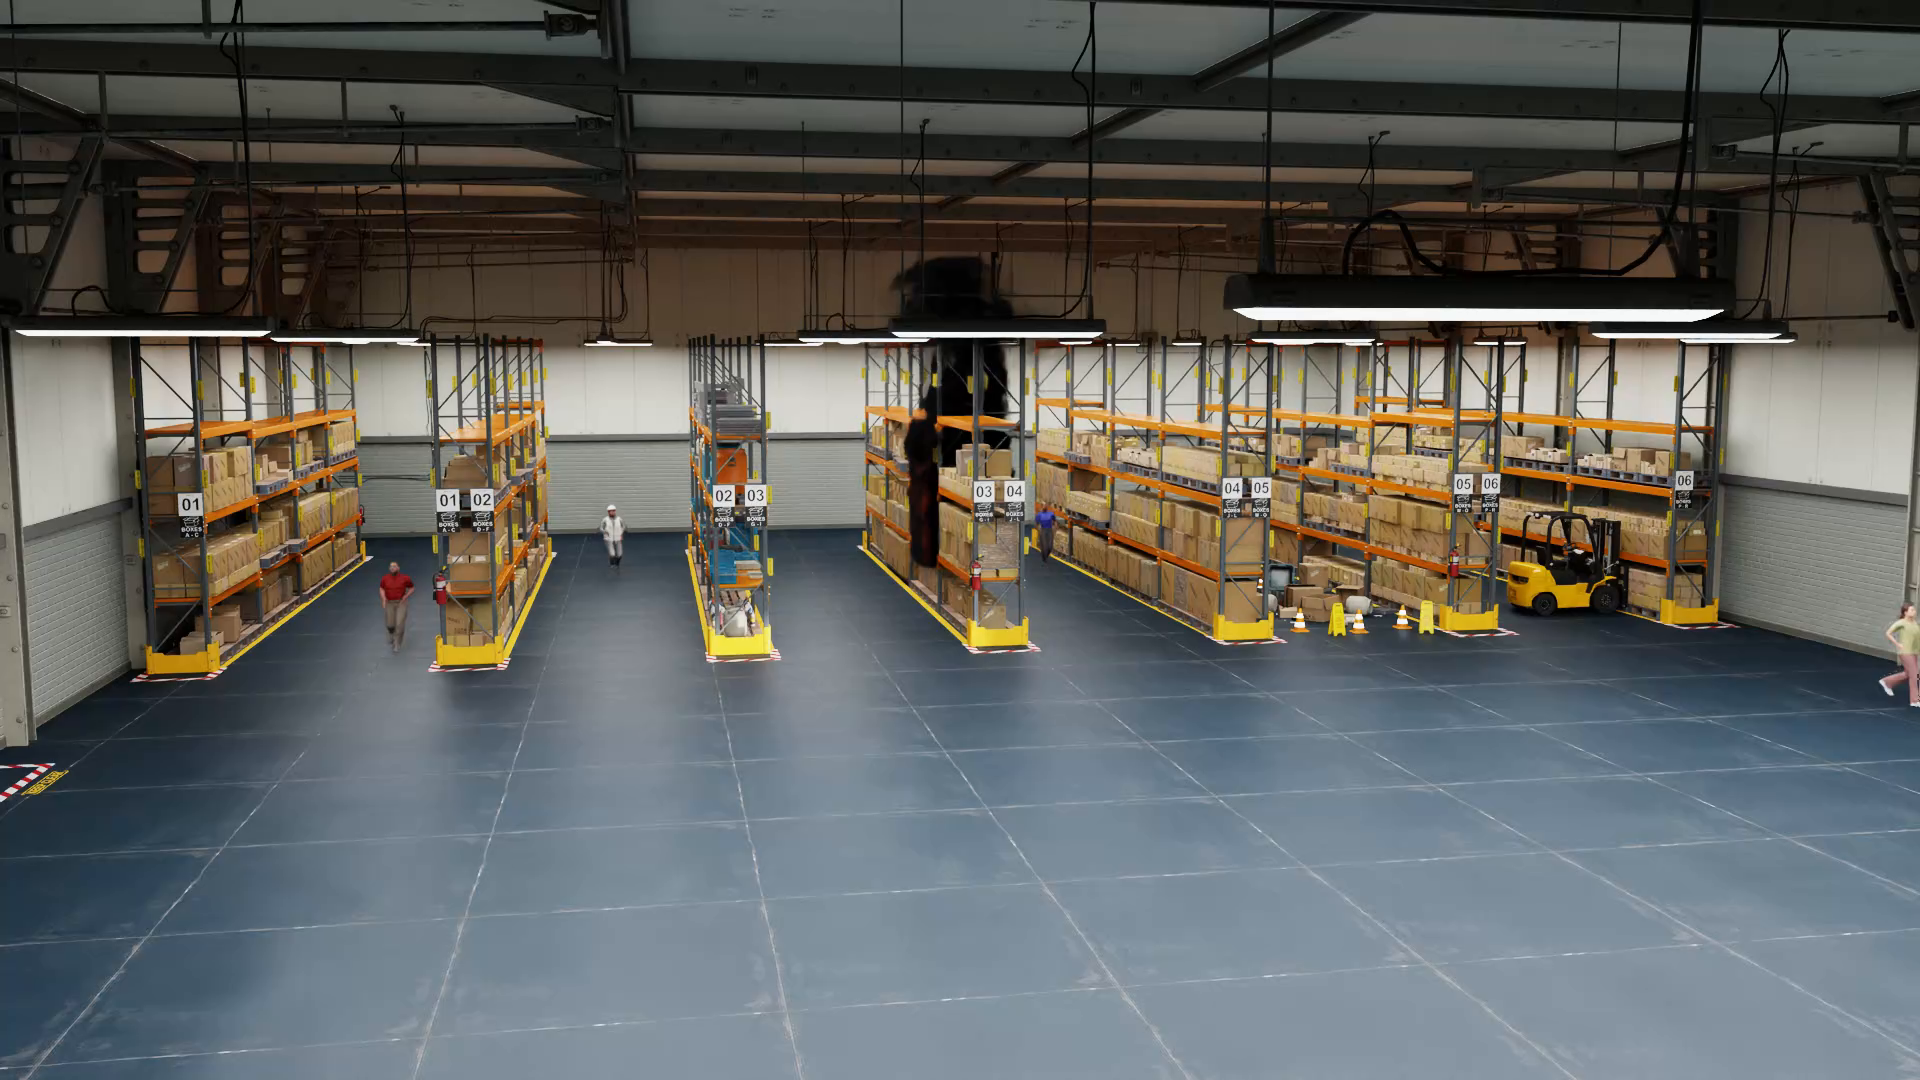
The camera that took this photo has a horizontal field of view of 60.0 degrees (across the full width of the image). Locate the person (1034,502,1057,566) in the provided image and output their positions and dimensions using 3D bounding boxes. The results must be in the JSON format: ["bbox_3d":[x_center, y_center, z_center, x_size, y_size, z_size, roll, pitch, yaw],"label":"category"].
[{"bbox_3d":[2.161,-0.145,41.747,0.585,1.629,0.468,0,7,-1],"label":"person"}]

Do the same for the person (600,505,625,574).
[{"bbox_3d":[-8.590,0.005,41.255,0.649,1.745,0.576,-3,7,-21],"label":"person"}]

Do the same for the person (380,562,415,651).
[{"bbox_3d":[-10.763,1.254,31.809,0.653,1.700,0.647,-1,7,-9],"label":"person"}]

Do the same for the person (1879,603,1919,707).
[{"bbox_3d":[15.251,1.842,26.803,0.589,1.624,0.895,-4,7,-28],"label":"person"}]
